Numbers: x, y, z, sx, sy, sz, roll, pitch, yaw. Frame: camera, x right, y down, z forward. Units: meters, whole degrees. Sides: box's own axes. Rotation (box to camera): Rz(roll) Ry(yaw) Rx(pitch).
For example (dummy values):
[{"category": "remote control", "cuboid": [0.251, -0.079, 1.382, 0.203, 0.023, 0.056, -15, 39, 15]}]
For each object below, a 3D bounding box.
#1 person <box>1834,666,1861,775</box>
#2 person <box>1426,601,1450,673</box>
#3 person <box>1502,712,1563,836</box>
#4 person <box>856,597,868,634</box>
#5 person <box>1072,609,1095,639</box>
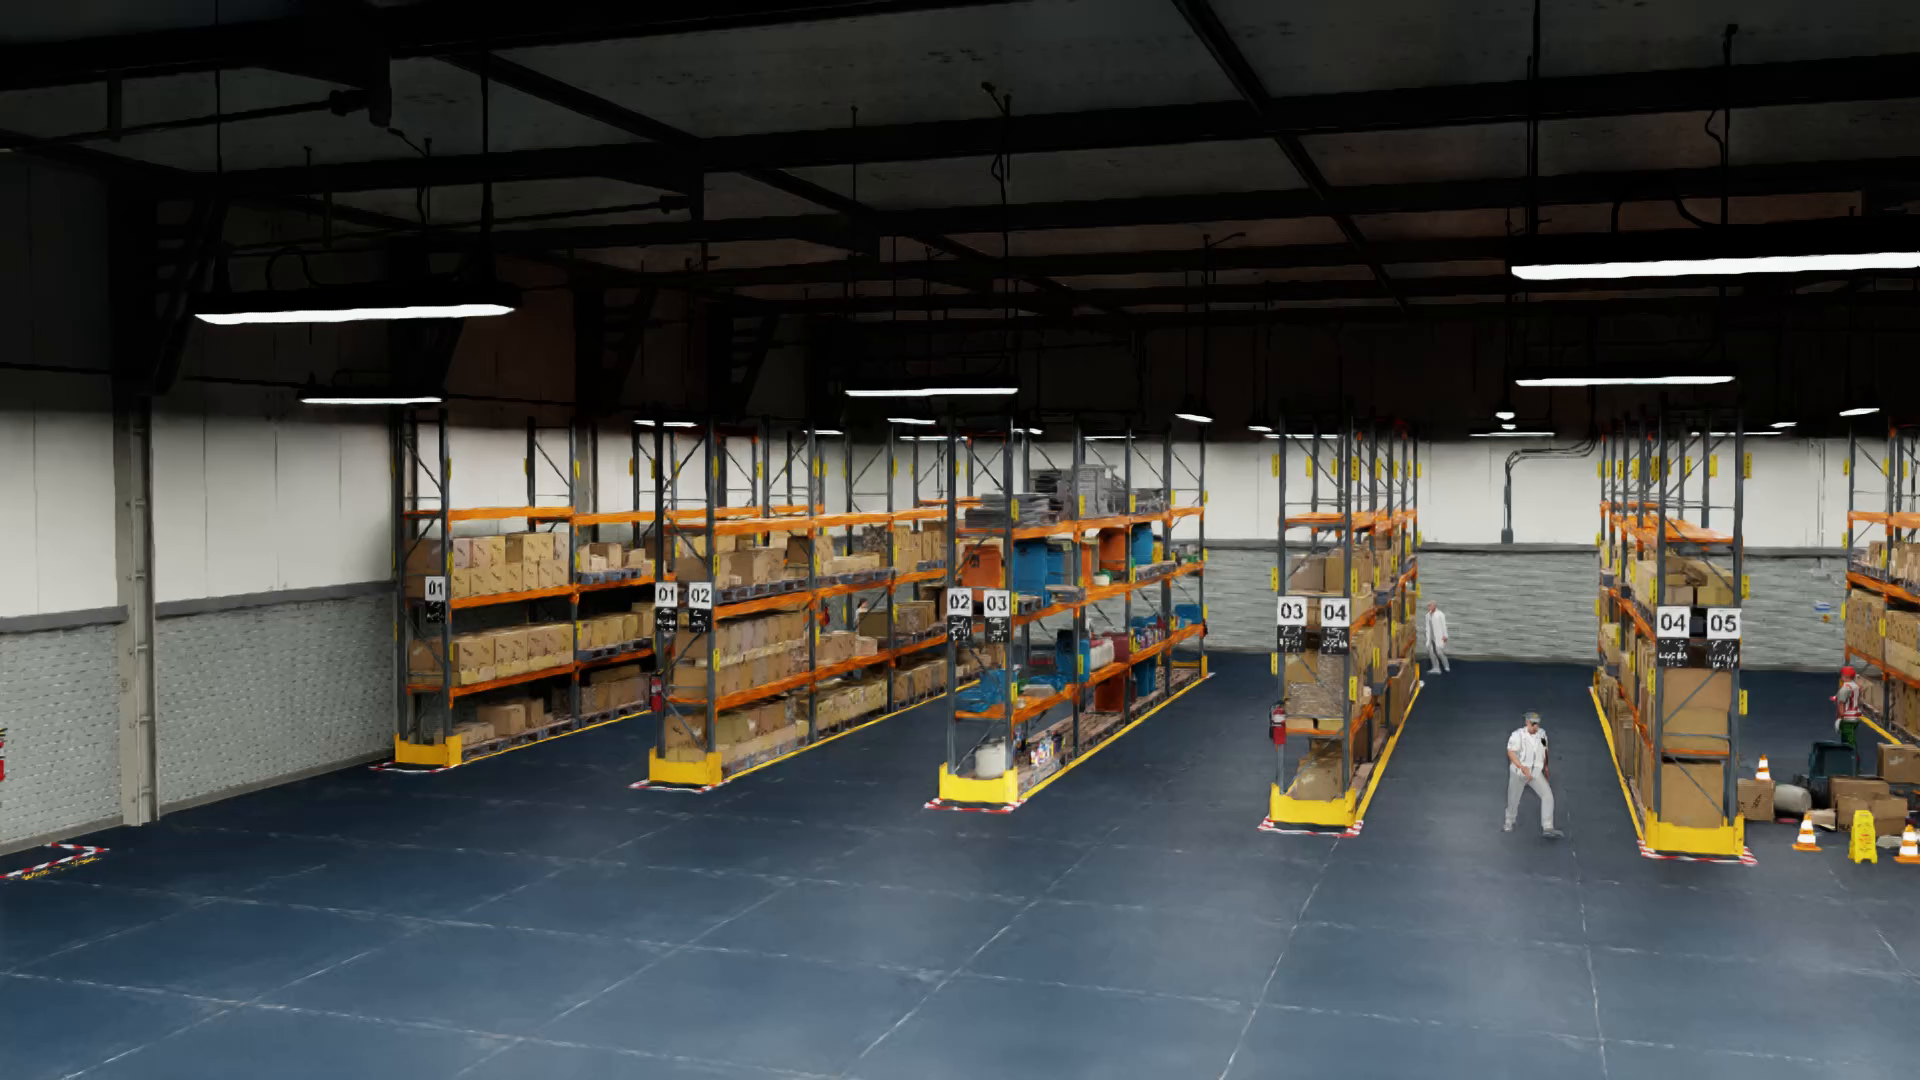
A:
[{"category": "person", "cuboid": [14.405, 2.933, 27.060, 0.648, 1.786, 0.571, -2, 3, -44]}, {"category": "person", "cuboid": [11.724, 2.372, 40.796, 0.599, 1.773, 0.626, -2, 3, -35]}, {"category": "person", "cuboid": [7.793, 3.176, 22.748, 0.692, 1.690, 0.783, 0, 2, -2]}, {"category": "person", "cuboid": [-2.501, 2.317, 42.837, 0.417, 1.674, 0.544, 2, 3, 38]}, {"category": "person", "cuboid": [2.918, 2.442, 39.473, 0.553, 1.706, 1.123, 1, 3, 21]}]
